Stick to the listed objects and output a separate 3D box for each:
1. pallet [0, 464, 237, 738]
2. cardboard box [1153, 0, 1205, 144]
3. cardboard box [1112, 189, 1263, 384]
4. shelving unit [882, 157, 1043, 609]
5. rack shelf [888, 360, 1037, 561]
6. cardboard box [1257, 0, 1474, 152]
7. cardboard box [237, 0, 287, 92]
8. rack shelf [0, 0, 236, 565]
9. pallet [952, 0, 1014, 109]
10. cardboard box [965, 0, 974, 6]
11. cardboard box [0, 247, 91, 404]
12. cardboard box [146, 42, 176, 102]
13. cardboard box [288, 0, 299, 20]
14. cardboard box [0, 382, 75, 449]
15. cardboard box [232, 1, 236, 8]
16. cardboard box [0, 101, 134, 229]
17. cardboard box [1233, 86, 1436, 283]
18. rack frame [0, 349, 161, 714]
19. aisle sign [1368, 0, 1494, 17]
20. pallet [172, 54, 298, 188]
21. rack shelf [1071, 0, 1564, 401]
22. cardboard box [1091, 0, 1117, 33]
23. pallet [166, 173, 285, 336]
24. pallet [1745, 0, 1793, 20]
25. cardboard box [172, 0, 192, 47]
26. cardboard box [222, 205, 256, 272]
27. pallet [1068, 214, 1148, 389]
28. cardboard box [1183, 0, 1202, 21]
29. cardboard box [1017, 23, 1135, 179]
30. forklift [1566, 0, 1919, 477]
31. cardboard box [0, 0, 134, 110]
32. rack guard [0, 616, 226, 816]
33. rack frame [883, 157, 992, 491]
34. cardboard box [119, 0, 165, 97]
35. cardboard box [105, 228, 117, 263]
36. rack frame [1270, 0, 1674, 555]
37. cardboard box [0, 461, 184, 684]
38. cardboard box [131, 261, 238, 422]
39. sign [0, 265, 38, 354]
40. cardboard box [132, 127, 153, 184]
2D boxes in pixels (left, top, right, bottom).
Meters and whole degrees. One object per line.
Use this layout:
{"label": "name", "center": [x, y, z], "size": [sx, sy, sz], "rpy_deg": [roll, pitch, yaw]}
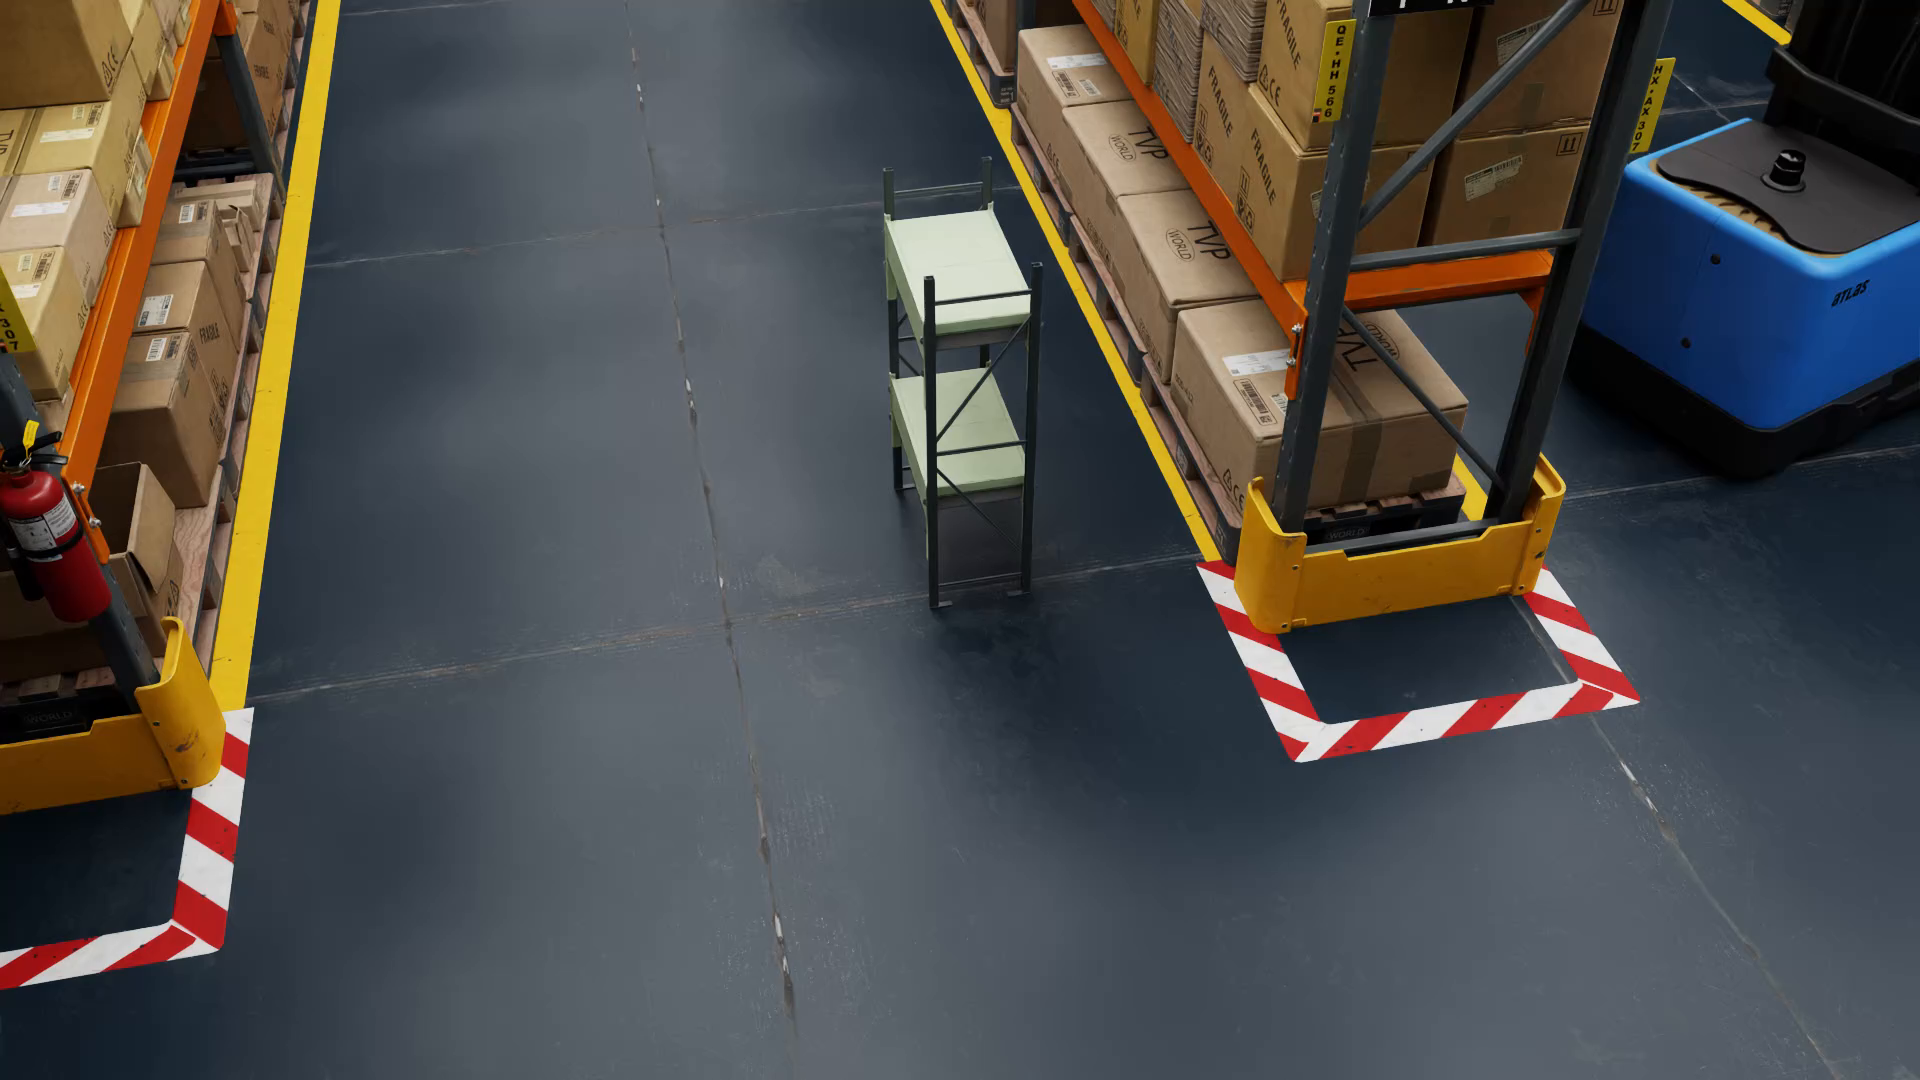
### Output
{"label": "pallet", "center": [-3.368, 0.227, 6.336], "size": [1.003, 0.211, 1.213], "rpy_deg": [-8, 42, -9]}
{"label": "cardboard box", "center": [1.091, -1.935, 6.596], "size": [0.500, 0.500, 0.500], "rpy_deg": [-7, 42, -8]}
{"label": "cardboard box", "center": [1.222, -1.168, 7.420], "size": [0.875, 0.438, 0.875], "rpy_deg": [-7, 42, -8]}
{"label": "shelving unit", "center": [-0.001, -0.565, 6.257], "size": [0.431, 1.500, 0.755], "rpy_deg": [-8, 42, -9]}
{"label": "rack shelf", "center": [-0.001, -0.321, 6.473], "size": [0.431, 0.370, 0.720], "rpy_deg": [-8, 42, -9]}
{"label": "cardboard box", "center": [1.331, -1.654, 5.525], "size": [0.500, 0.500, 0.500], "rpy_deg": [-7, 42, -8]}
{"label": "cardboard box", "center": [-4.051, -2.755, 9.160], "size": [0.500, 0.500, 0.500], "rpy_deg": [-9, 42, -10]}
{"label": "rack shelf", "center": [-3.610, -1.278, 6.472], "size": [1.077, 0.370, 4.000], "rpy_deg": [-8, 42, -9]}
{"label": "pallet", "center": [0.564, -3.003, 9.974], "size": [1.003, 0.211, 1.213], "rpy_deg": [-8, 42, -9]}
{"label": "cardboard box", "center": [0.390, -3.894, 10.161], "size": [0.875, 0.875, 0.875], "rpy_deg": [-7, 42, -8]}
{"label": "cardboard box", "center": [-3.013, -0.638, 5.098], "size": [0.500, 0.250, 0.500], "rpy_deg": [-8, 42, -9]}
{"label": "cardboard box", "center": [-3.457, -1.912, 6.834], "size": [0.380, 0.149, 0.250], "rpy_deg": [-9, 42, -10]}
{"label": "cardboard box", "center": [-4.260, -3.416, 9.905], "size": [0.500, 0.500, 0.500], "rpy_deg": [-10, 43, -11]}
{"label": "cardboard box", "center": [-2.981, -0.409, 5.140], "size": [0.380, 0.149, 0.250], "rpy_deg": [-9, 42, -10]}
{"label": "cardboard box", "center": [-3.995, -2.747, 8.663], "size": [0.380, 0.149, 0.250], "rpy_deg": [-9, 42, -10]}
{"label": "cardboard box", "center": [-3.235, -1.293, 5.836], "size": [0.500, 0.250, 0.500], "rpy_deg": [-9, 42, -10]}
{"label": "cardboard box", "center": [1.305, -1.276, 5.853], "size": [0.500, 0.500, 0.500], "rpy_deg": [-8, 42, -9]}
{"label": "rack frame", "center": [-3.178, -0.250, 4.772], "size": [1.000, 3.000, 0.127], "rpy_deg": [-8, 42, -9]}
{"label": "aisle sign", "center": [1.380, -1.845, 4.611], "size": [0.394, 0.787, 0.004], "rpy_deg": [-8, 42, -9]}
{"label": "pallet", "center": [-4.254, -2.322, 9.207], "size": [1.003, 0.211, 1.213], "rpy_deg": [-8, 42, -9]}
{"label": "rack shelf", "center": [1.236, -1.991, 7.276], "size": [1.077, 0.370, 4.000], "rpy_deg": [-8, 42, -9]}
{"label": "cardboard box", "center": [0.855, -2.602, 7.347], "size": [0.500, 0.500, 0.500], "rpy_deg": [-8, 42, -9]}
{"label": "pallet", "center": [-3.894, -1.355, 8.117], "size": [1.003, 0.211, 1.213], "rpy_deg": [-8, 42, -9]}
{"label": "pallet", "center": [5.446, -3.793, 10.864], "size": [1.003, 0.211, 1.213], "rpy_deg": [-8, 42, -9]}
{"label": "cardboard box", "center": [-3.569, -2.248, 7.212], "size": [0.380, 0.149, 0.250], "rpy_deg": [-7, 42, -8]}
{"label": "cardboard box", "center": [-3.558, -1.427, 7.841], "size": [0.396, 0.266, 0.258], "rpy_deg": [-7, 42, -8]}
{"label": "pallet", "center": [1.159, -1.217, 7.962], "size": [1.003, 0.211, 1.213], "rpy_deg": [-8, 42, -9]}
{"label": "cardboard box", "center": [1.086, -2.309, 6.263], "size": [0.500, 0.500, 0.500], "rpy_deg": [-9, 42, -10]}
{"label": "cardboard box", "center": [0.835, -2.333, 8.733], "size": [0.875, 0.438, 0.875], "rpy_deg": [-9, 42, -10]}
{"label": "forklift", "center": [4.267, -2.107, 6.916], "size": [3.031, 2.935, 1.130], "rpy_deg": [-23, 46, -23]}
{"label": "cardboard box", "center": [-3.337, -1.891, 5.944], "size": [0.500, 0.500, 0.500], "rpy_deg": [-7, 42, -8]}
{"label": "rack guard", "center": [-3.195, 0.635, 5.658], "size": [1.175, 0.500, 0.348], "rpy_deg": [-8, 42, -9]}
{"label": "rack frame", "center": [-0.080, -0.802, 6.524], "size": [0.400, 1.500, 0.023], "rpy_deg": [-8, 42, -9]}
{"label": "cardboard box", "center": [-3.476, -1.955, 6.582], "size": [0.500, 0.250, 0.500], "rpy_deg": [-9, 42, -10]}
{"label": "cardboard box", "center": [-3.230, -1.076, 5.892], "size": [0.380, 0.149, 0.250], "rpy_deg": [-8, 42, -9]}
{"label": "rack frame", "center": [1.667, -0.964, 5.576], "size": [1.000, 3.000, 0.127], "rpy_deg": [-8, 42, -9]}
{"label": "cardboard box", "center": [-3.218, 0.116, 5.924], "size": [0.797, 0.503, 0.637], "rpy_deg": [-10, 43, -11]}
{"label": "cardboard box", "center": [-3.381, -0.799, 6.957], "size": [0.500, 0.500, 0.500], "rpy_deg": [-8, 42, -8]}
{"label": "sign", "center": [-2.649, -0.652, 4.573], "size": [0.100, 0.325, 0.005], "rpy_deg": [-8, 42, -9]}
{"label": "cardboard box", "center": [-3.288, -1.419, 6.278], "size": [0.380, 0.149, 0.250], "rpy_deg": [-7, 42, -8]}
